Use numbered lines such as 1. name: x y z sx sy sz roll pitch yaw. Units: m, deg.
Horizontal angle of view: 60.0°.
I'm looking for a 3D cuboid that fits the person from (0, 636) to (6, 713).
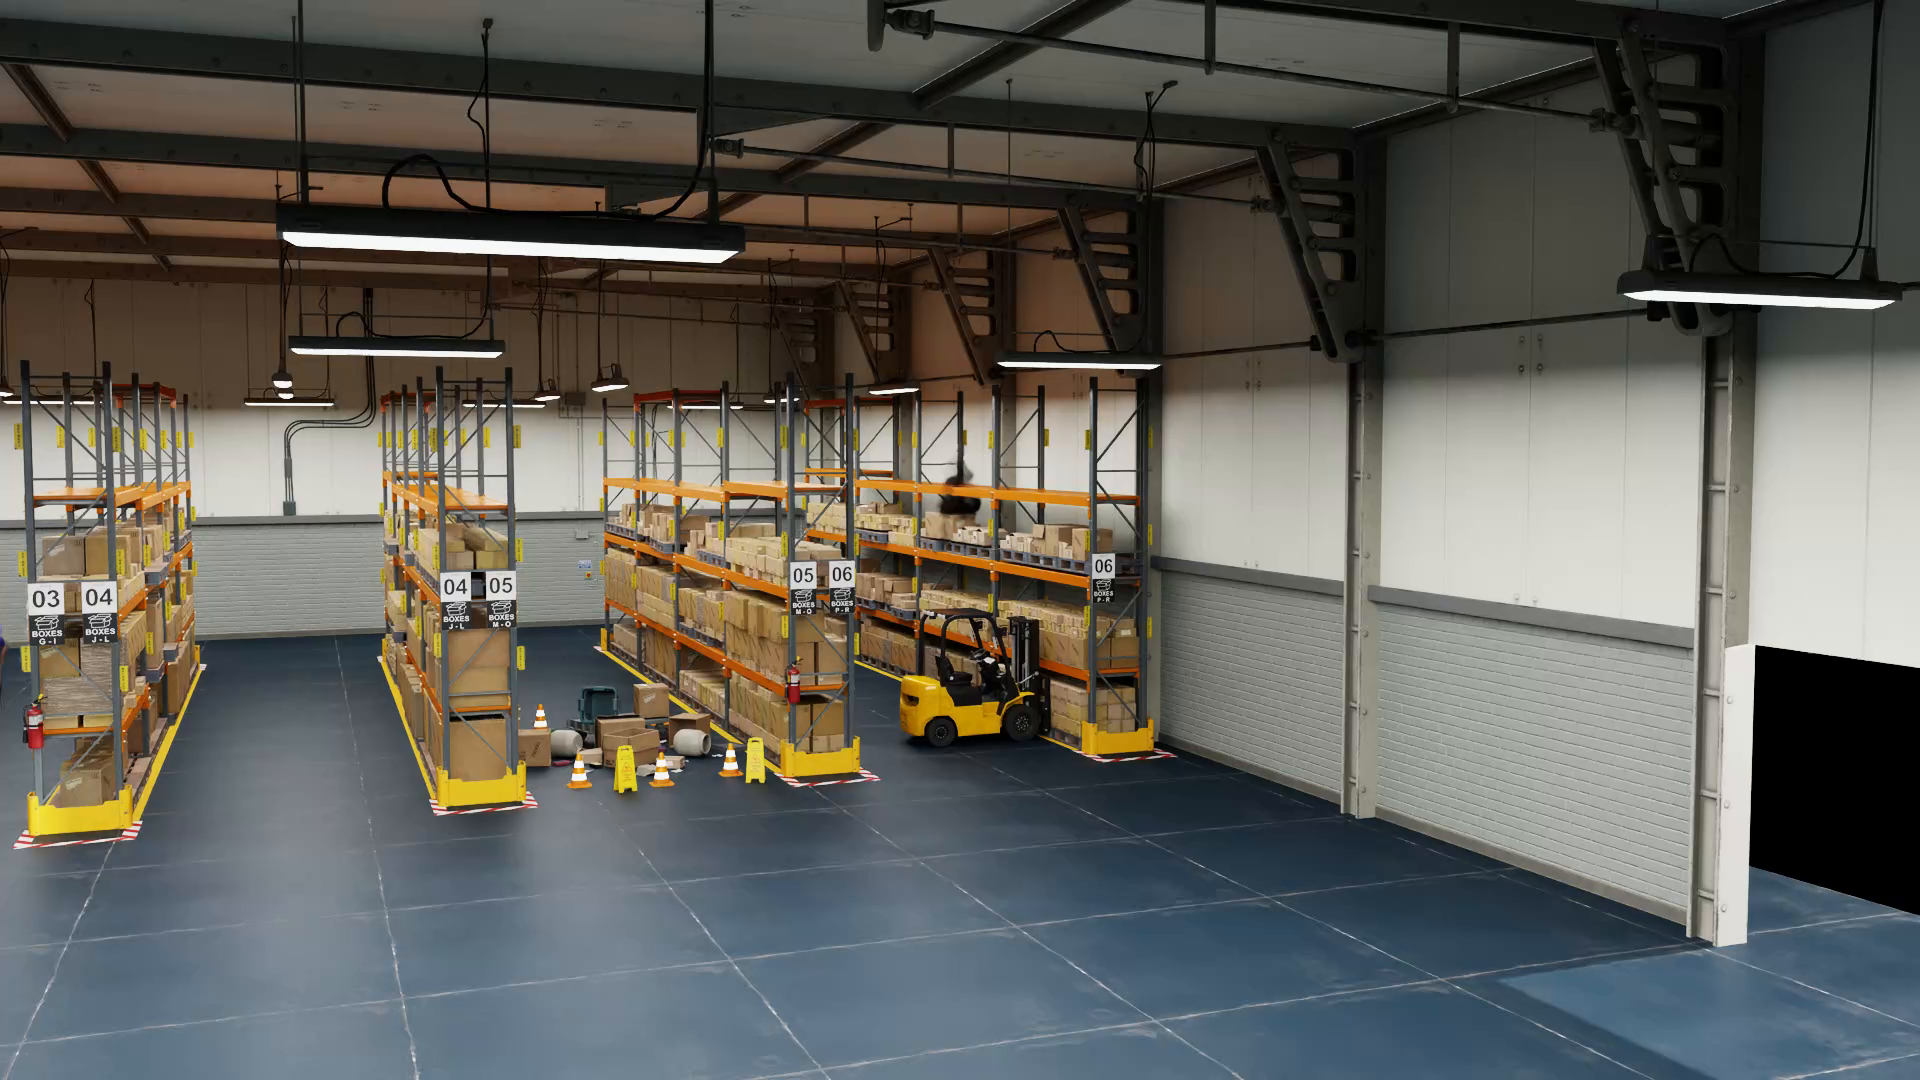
1. person: -17.795 2.351 30.533 0.523 1.695 0.765 -2 4 -33
